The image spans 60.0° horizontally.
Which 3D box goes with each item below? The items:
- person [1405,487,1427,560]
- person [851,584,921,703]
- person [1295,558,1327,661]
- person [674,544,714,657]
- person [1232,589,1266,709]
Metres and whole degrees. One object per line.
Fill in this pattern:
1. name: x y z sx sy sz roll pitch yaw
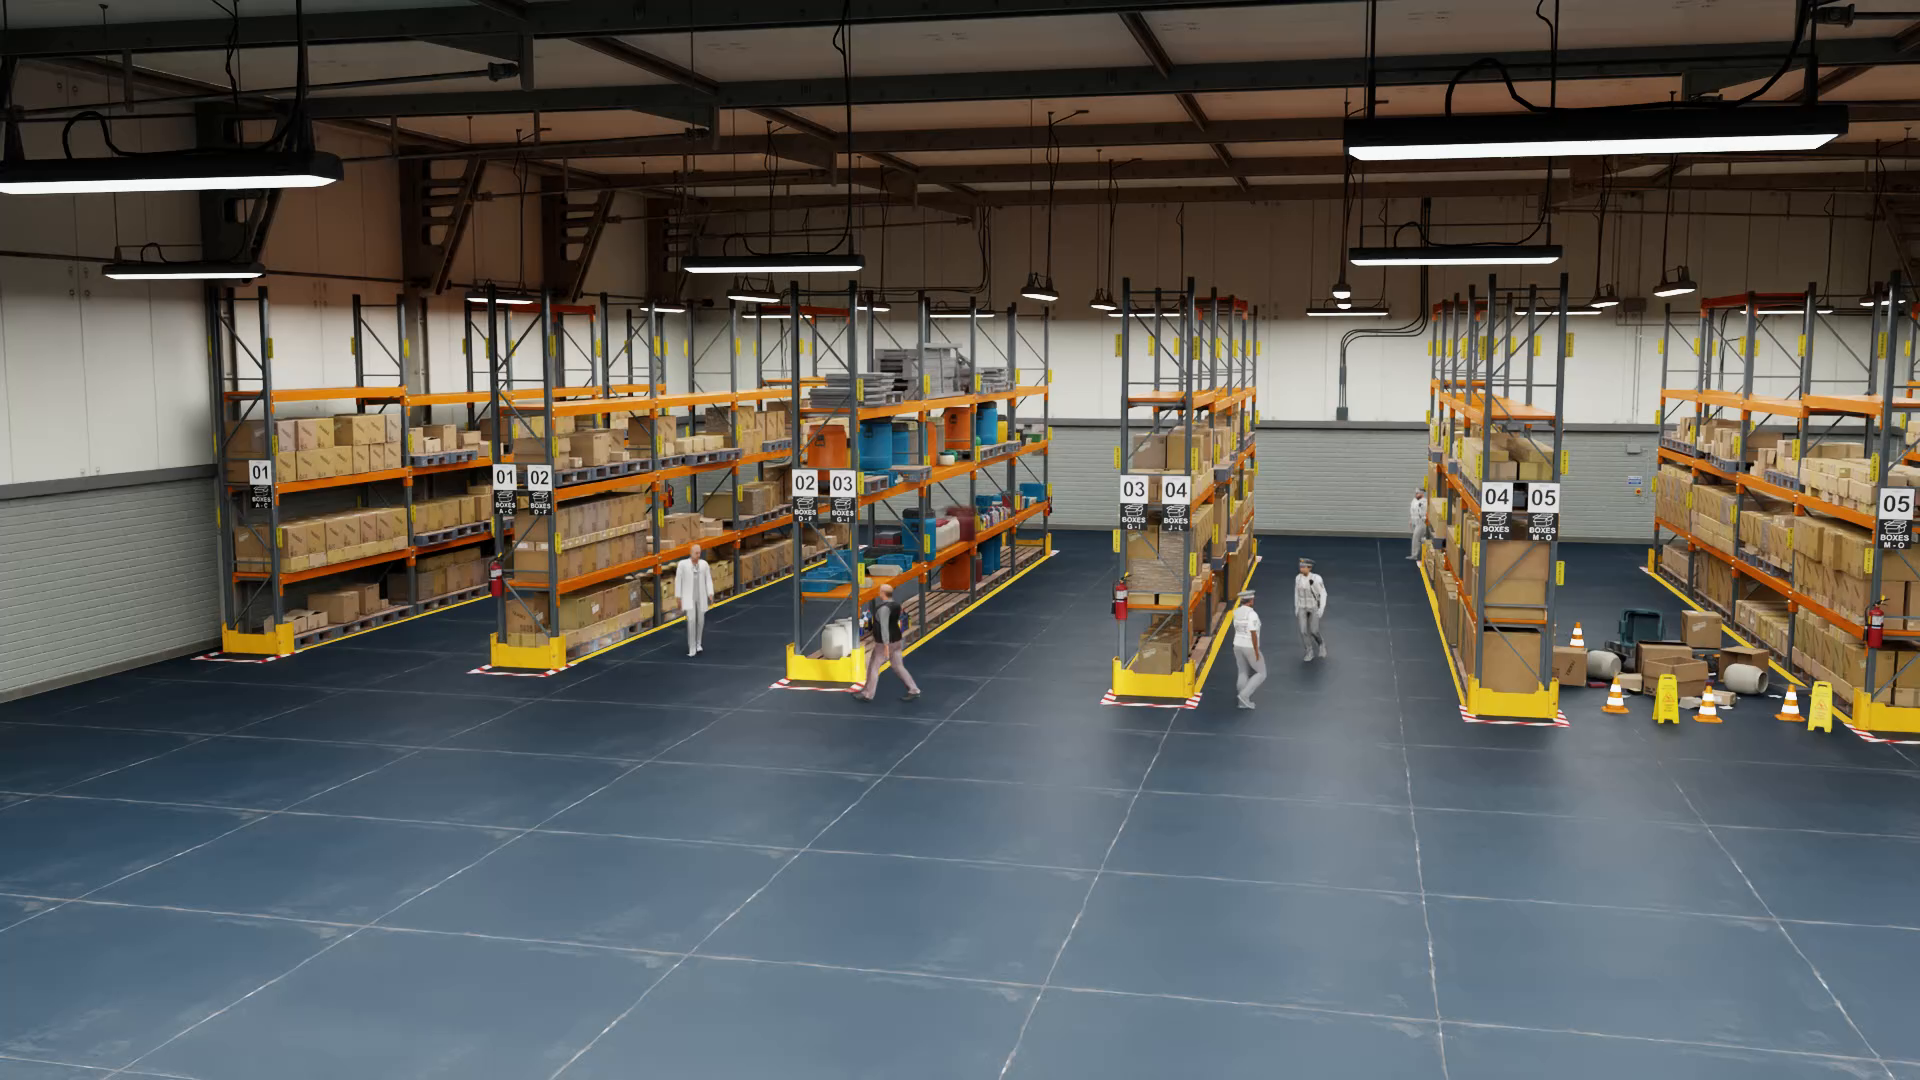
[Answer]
1. person: 10.974 -0.412 39.552 0.940 1.726 0.543 -2 7 -18
2. person: -1.045 1.467 23.602 0.926 1.694 0.564 3 7 27
3. person: 5.670 1.107 26.880 0.566 1.655 0.497 5 8 35
4. person: -4.357 1.002 27.421 0.611 1.842 0.645 -4 8 -29
5. person: 3.970 1.535 23.139 0.466 1.658 0.568 -4 8 -33
